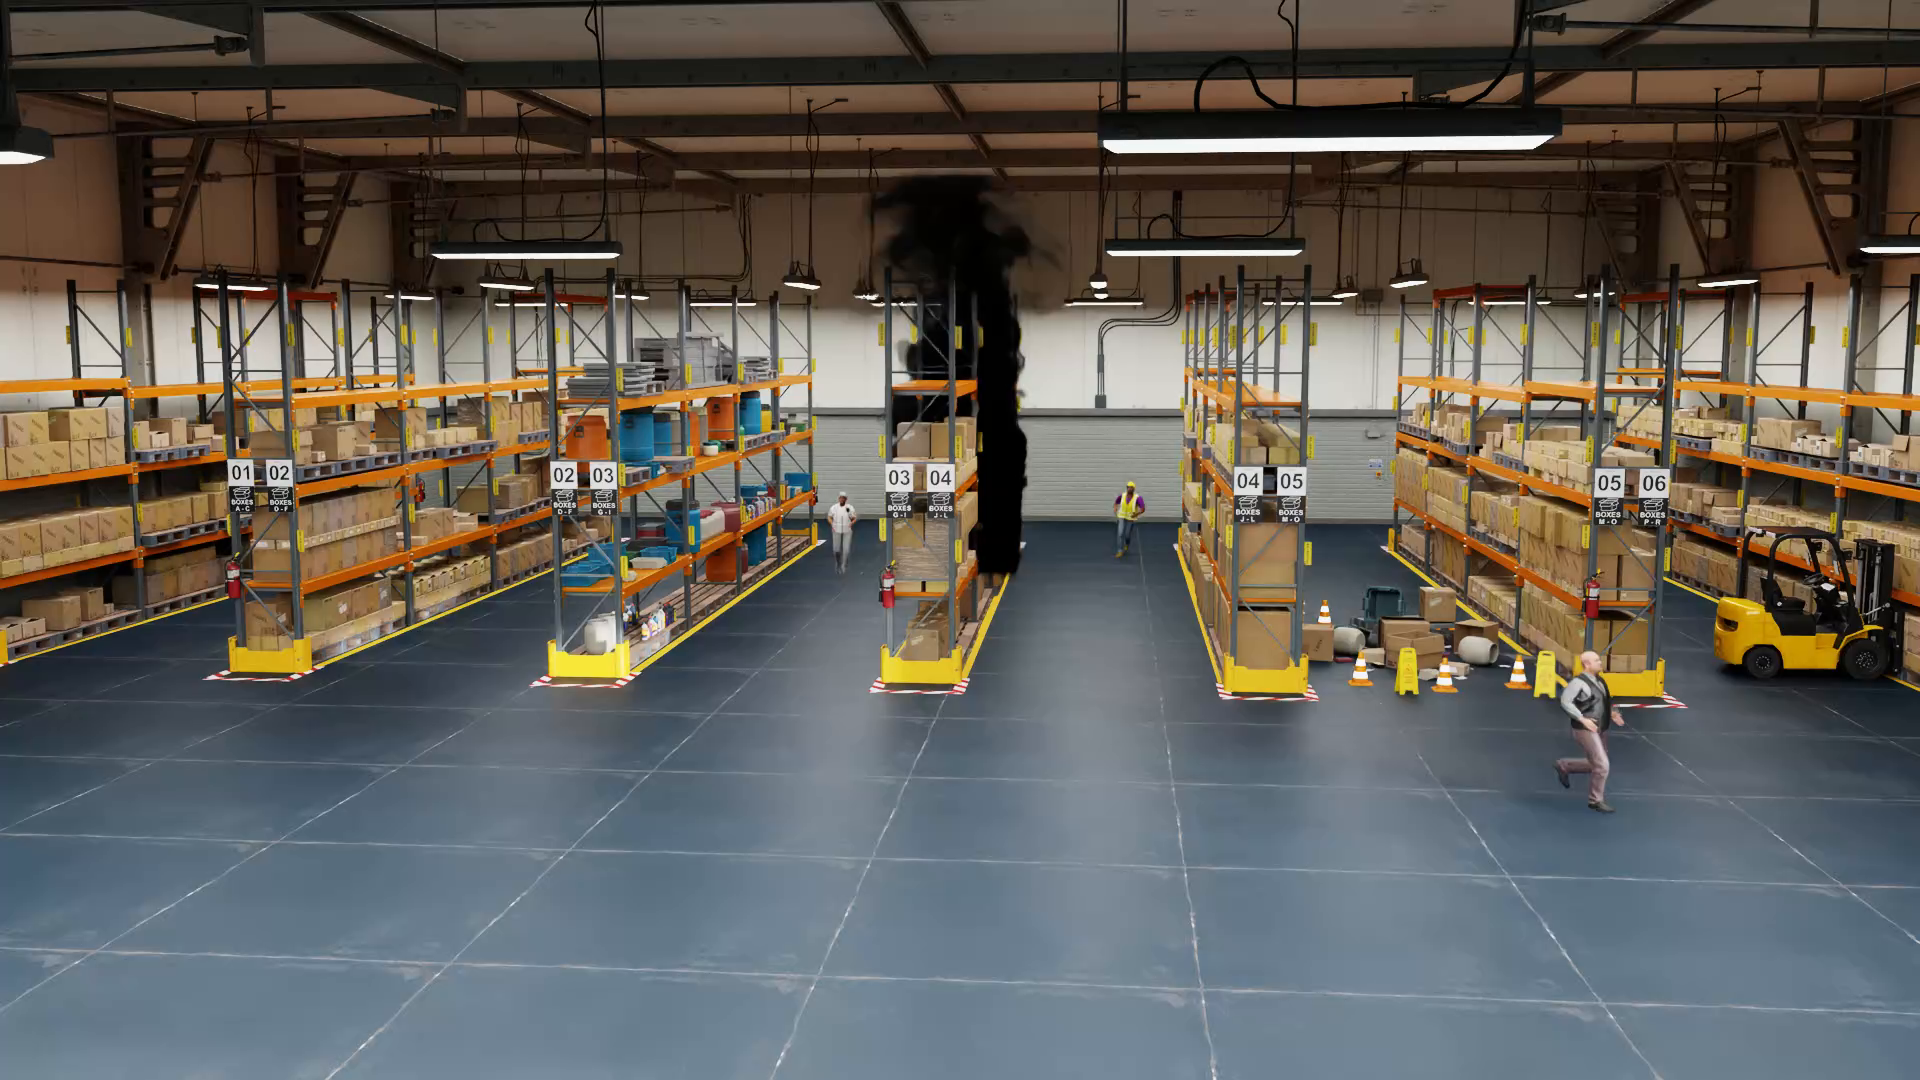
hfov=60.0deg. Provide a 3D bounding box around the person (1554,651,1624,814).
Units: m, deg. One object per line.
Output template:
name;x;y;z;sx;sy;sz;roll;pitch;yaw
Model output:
person;6.681;2.028;17.770;0.661;1.701;0.748;-6;9;-43

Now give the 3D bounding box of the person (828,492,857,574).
person;-2.360;-0.128;33.352;0.599;1.670;0.531;0;7;-3

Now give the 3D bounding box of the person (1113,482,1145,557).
person;3.883;-0.486;38.307;0.746;1.720;0.720;2;7;19
